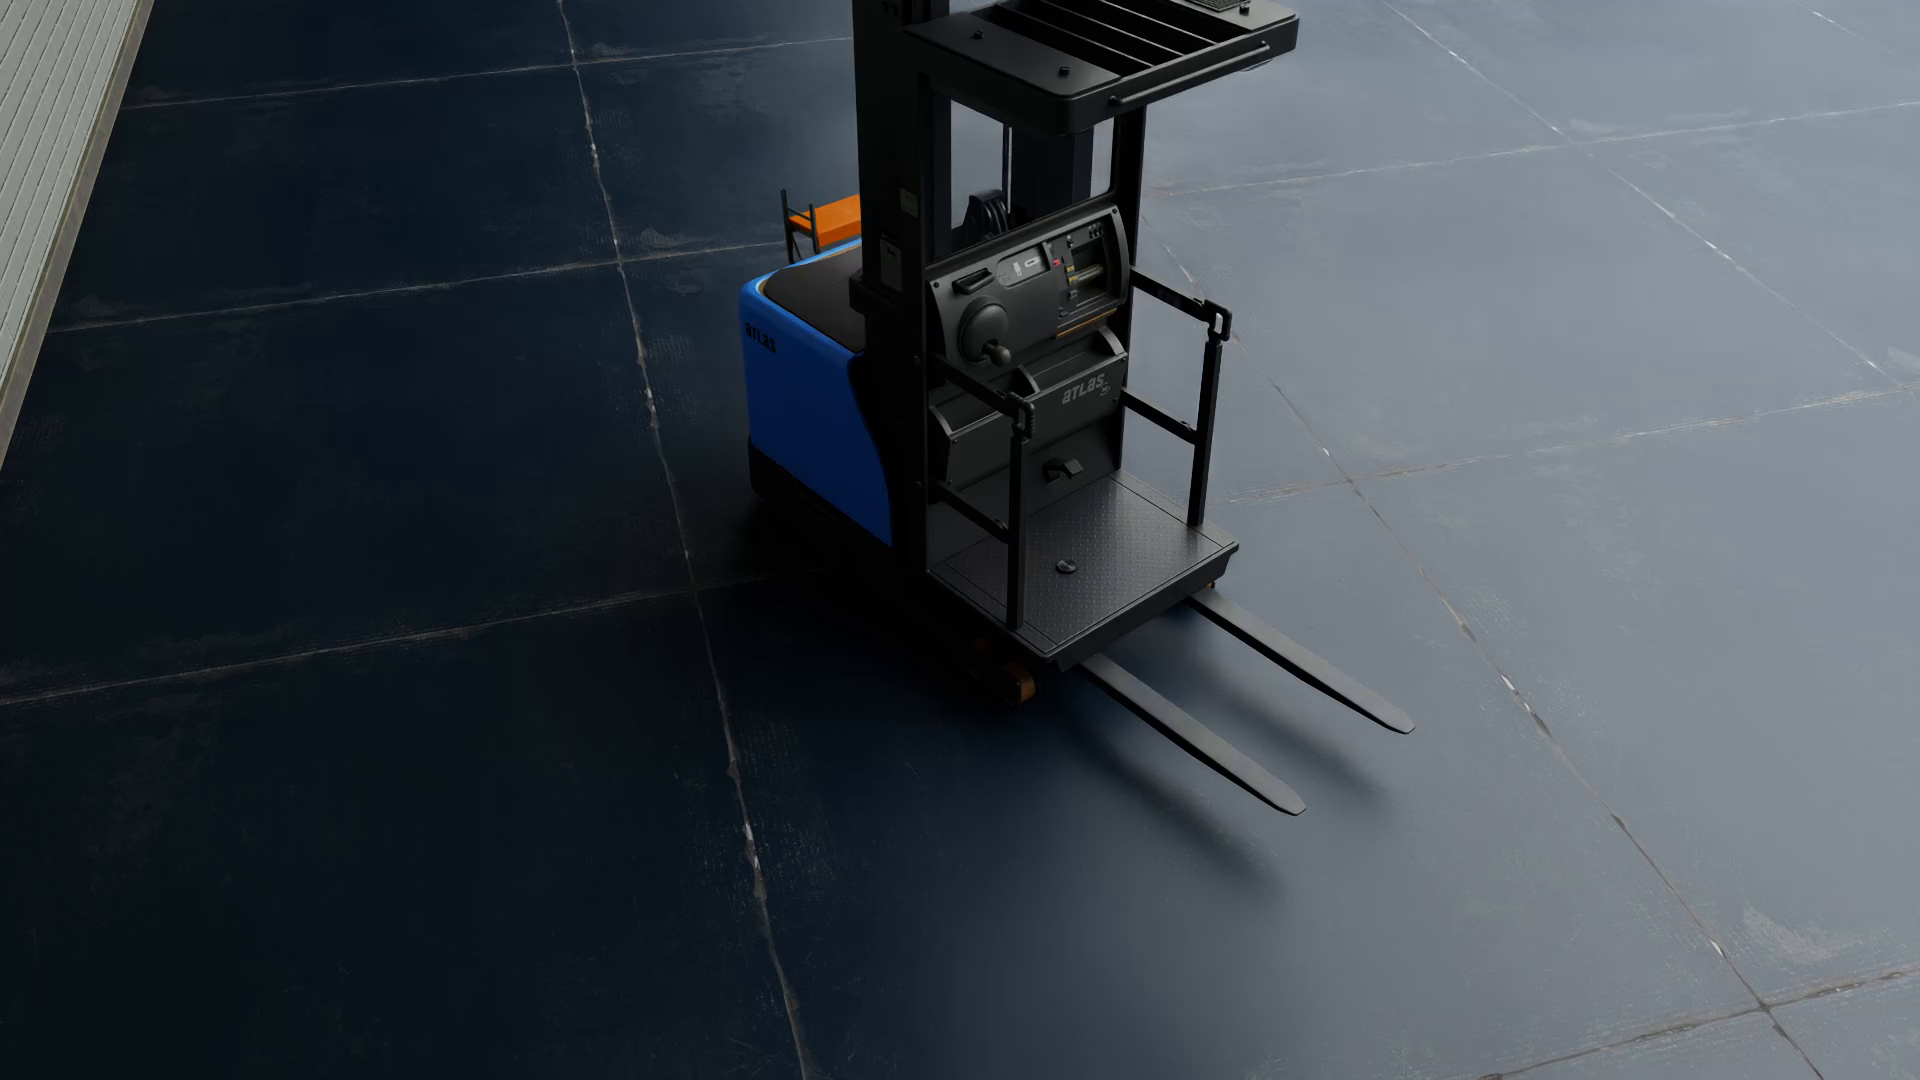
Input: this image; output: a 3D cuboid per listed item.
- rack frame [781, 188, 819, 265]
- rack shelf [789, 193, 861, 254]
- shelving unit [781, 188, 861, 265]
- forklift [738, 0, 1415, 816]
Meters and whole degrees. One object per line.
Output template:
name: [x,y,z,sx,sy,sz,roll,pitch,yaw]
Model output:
rack frame: [-0.680,-0.996,7.551,0.015,1.200,0.240,-26,41,-30]
rack shelf: [-0.507,-1.414,7.451,0.480,0.148,0.258,-26,41,-30]
shelving unit: [-0.490,-1.089,7.672,0.503,1.200,0.258,-26,41,-30]
forklift: [0.407,-0.878,5.985,1.130,2.935,3.031,-28,45,-31]
